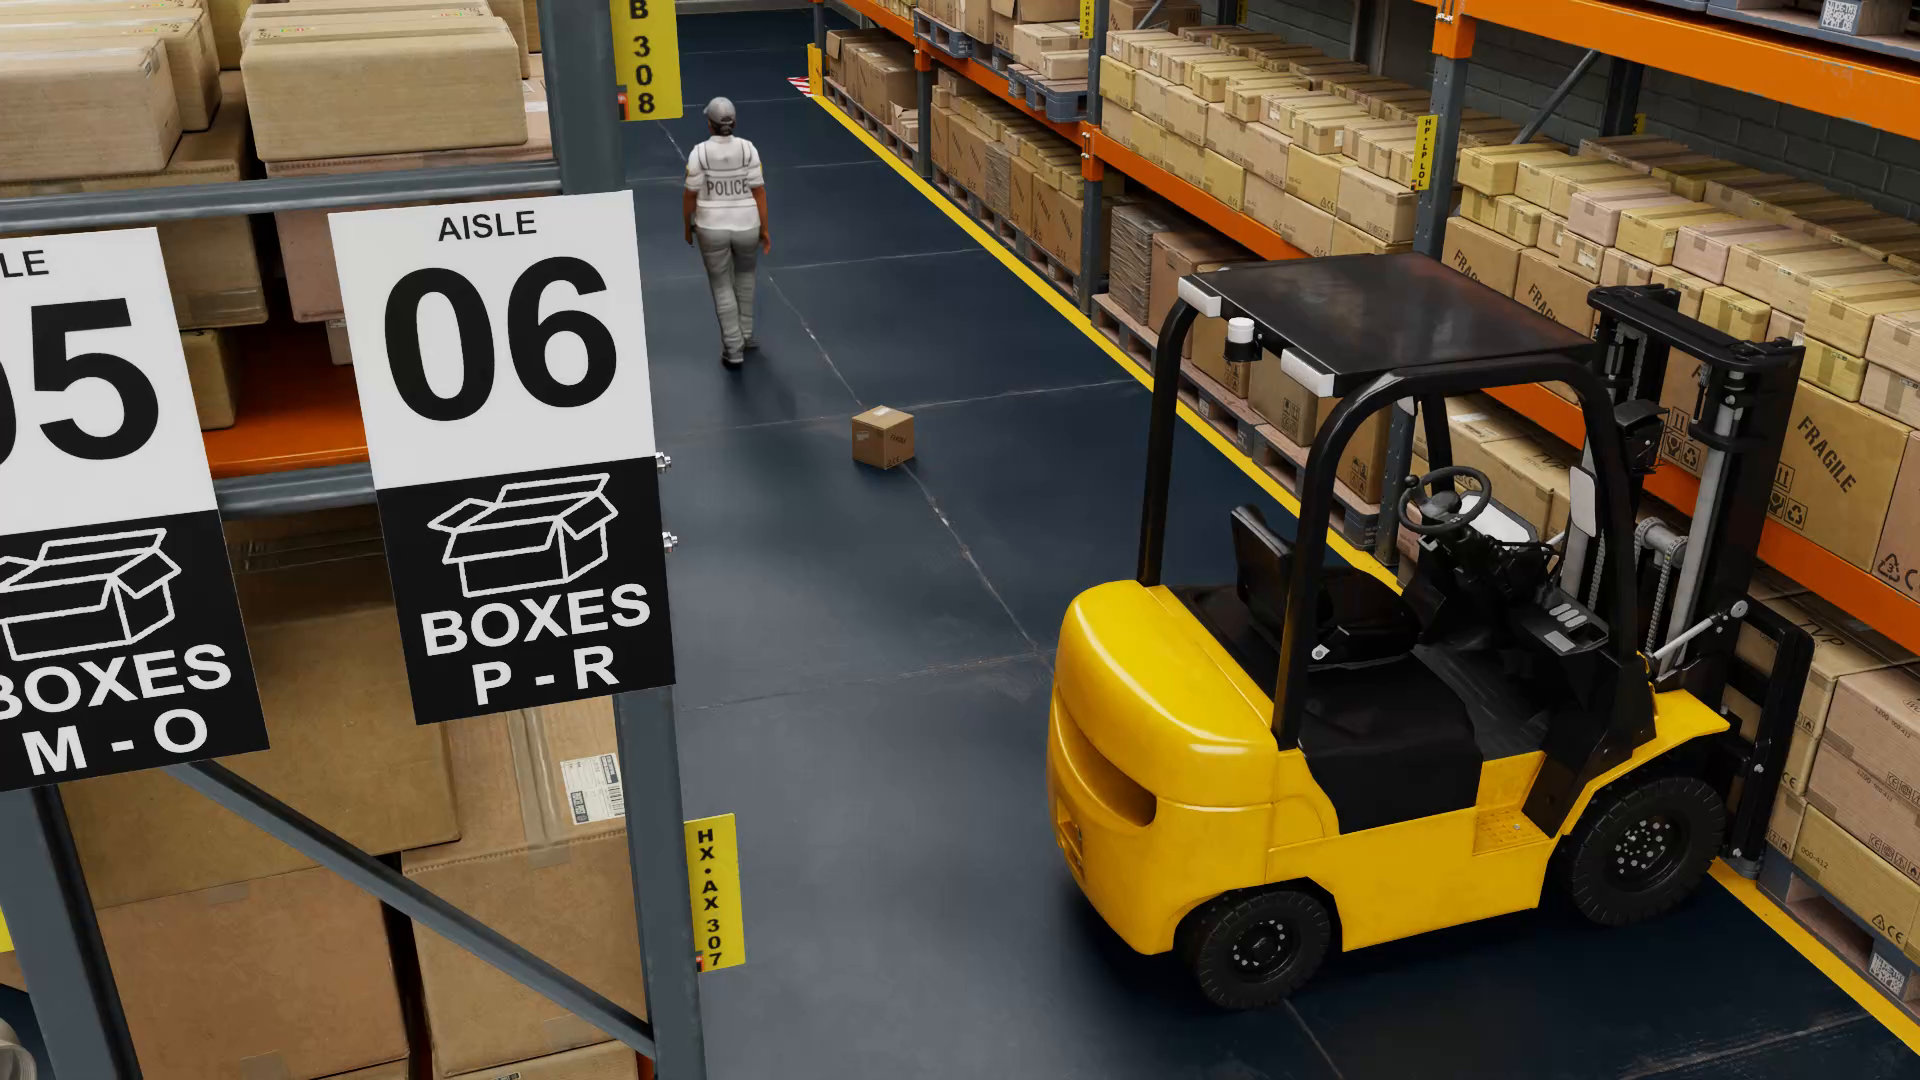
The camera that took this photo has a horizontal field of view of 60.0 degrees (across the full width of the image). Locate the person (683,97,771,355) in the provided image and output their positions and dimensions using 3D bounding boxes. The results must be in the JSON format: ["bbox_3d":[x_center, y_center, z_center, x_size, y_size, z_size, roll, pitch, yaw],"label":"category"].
[{"bbox_3d":[-1.473,-1.994,10.472,0.514,1.567,0.530,-10,28,-18],"label":"person"}]
